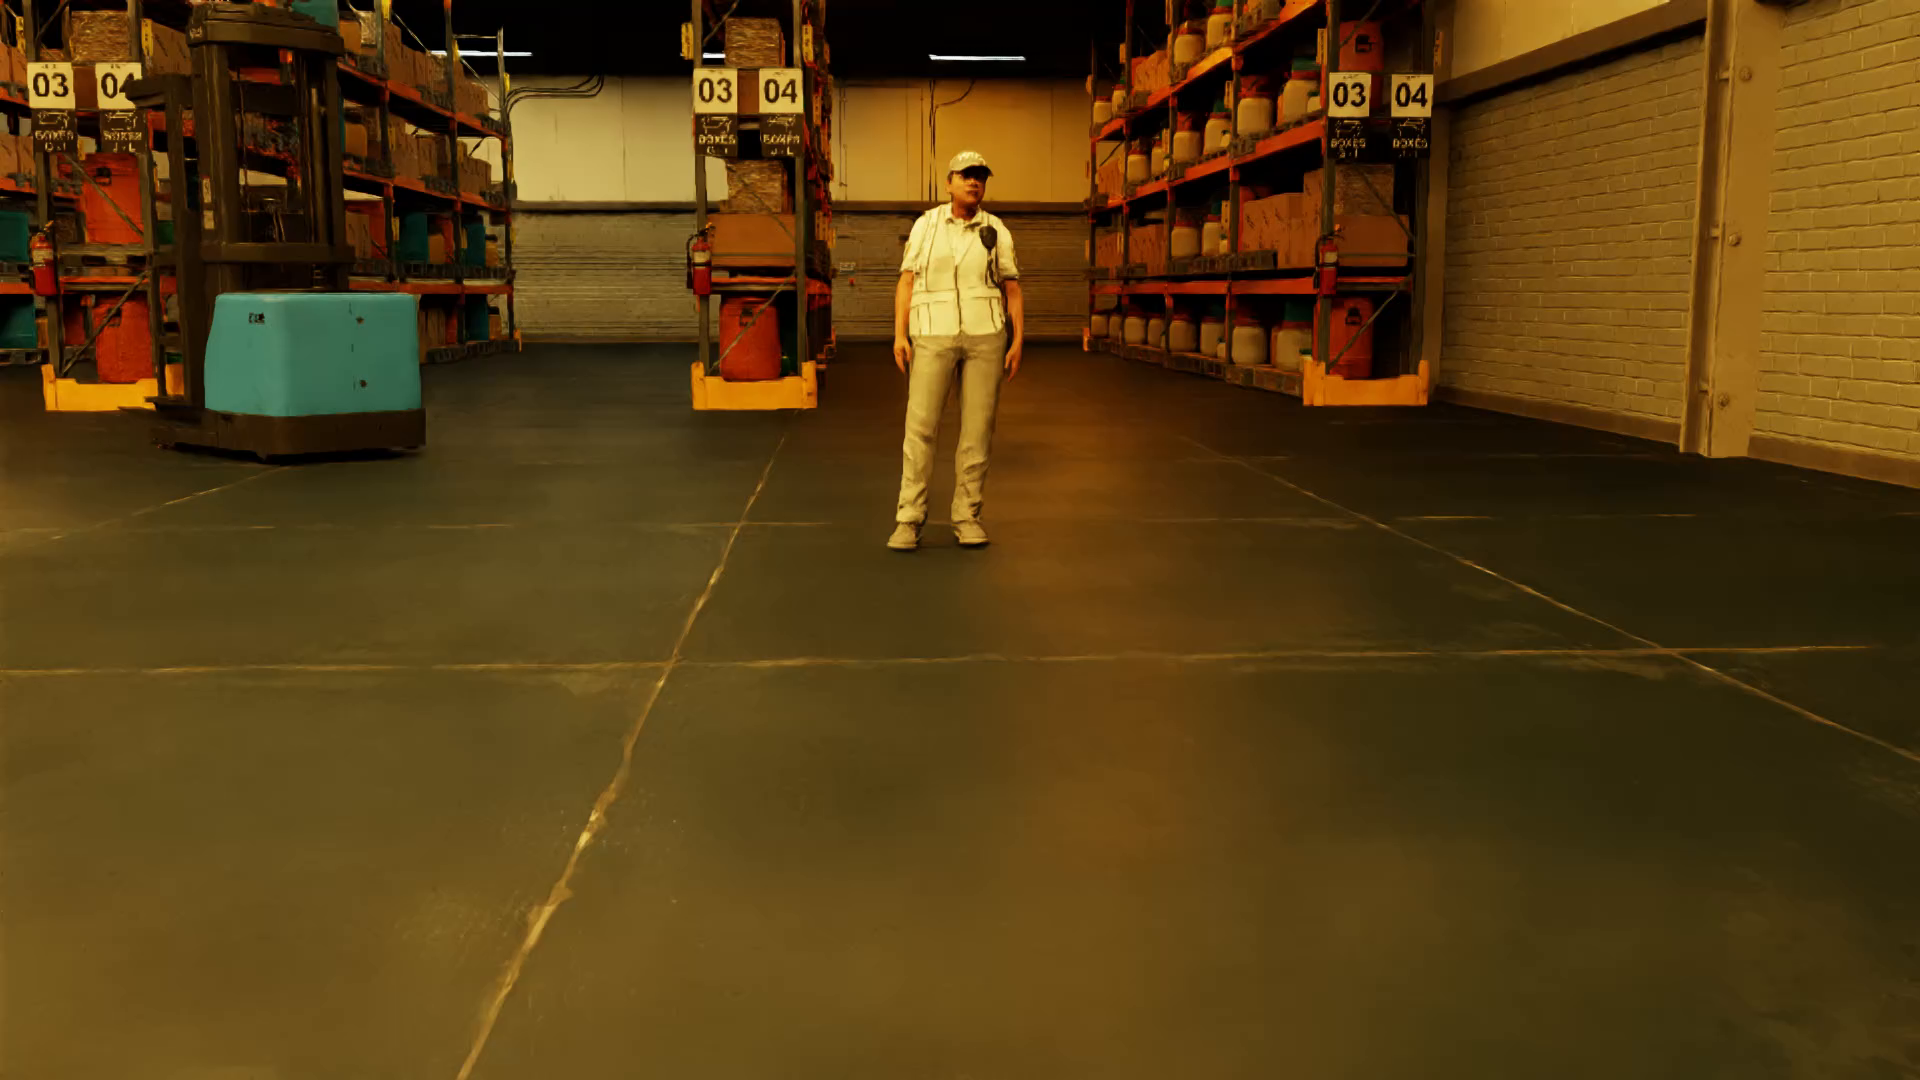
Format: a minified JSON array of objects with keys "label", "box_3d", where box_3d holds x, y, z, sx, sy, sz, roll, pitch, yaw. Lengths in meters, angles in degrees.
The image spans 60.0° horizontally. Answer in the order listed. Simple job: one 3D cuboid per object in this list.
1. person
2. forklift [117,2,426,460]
[{"label":"person","box_3d":[-0.018,-0.820,7.109,0.598,1.669,0.529,-1,8,-4]},{"label":"forklift","box_3d":[-5.006,-2.114,11.567,3.031,2.935,1.130,8,11,42]}]
